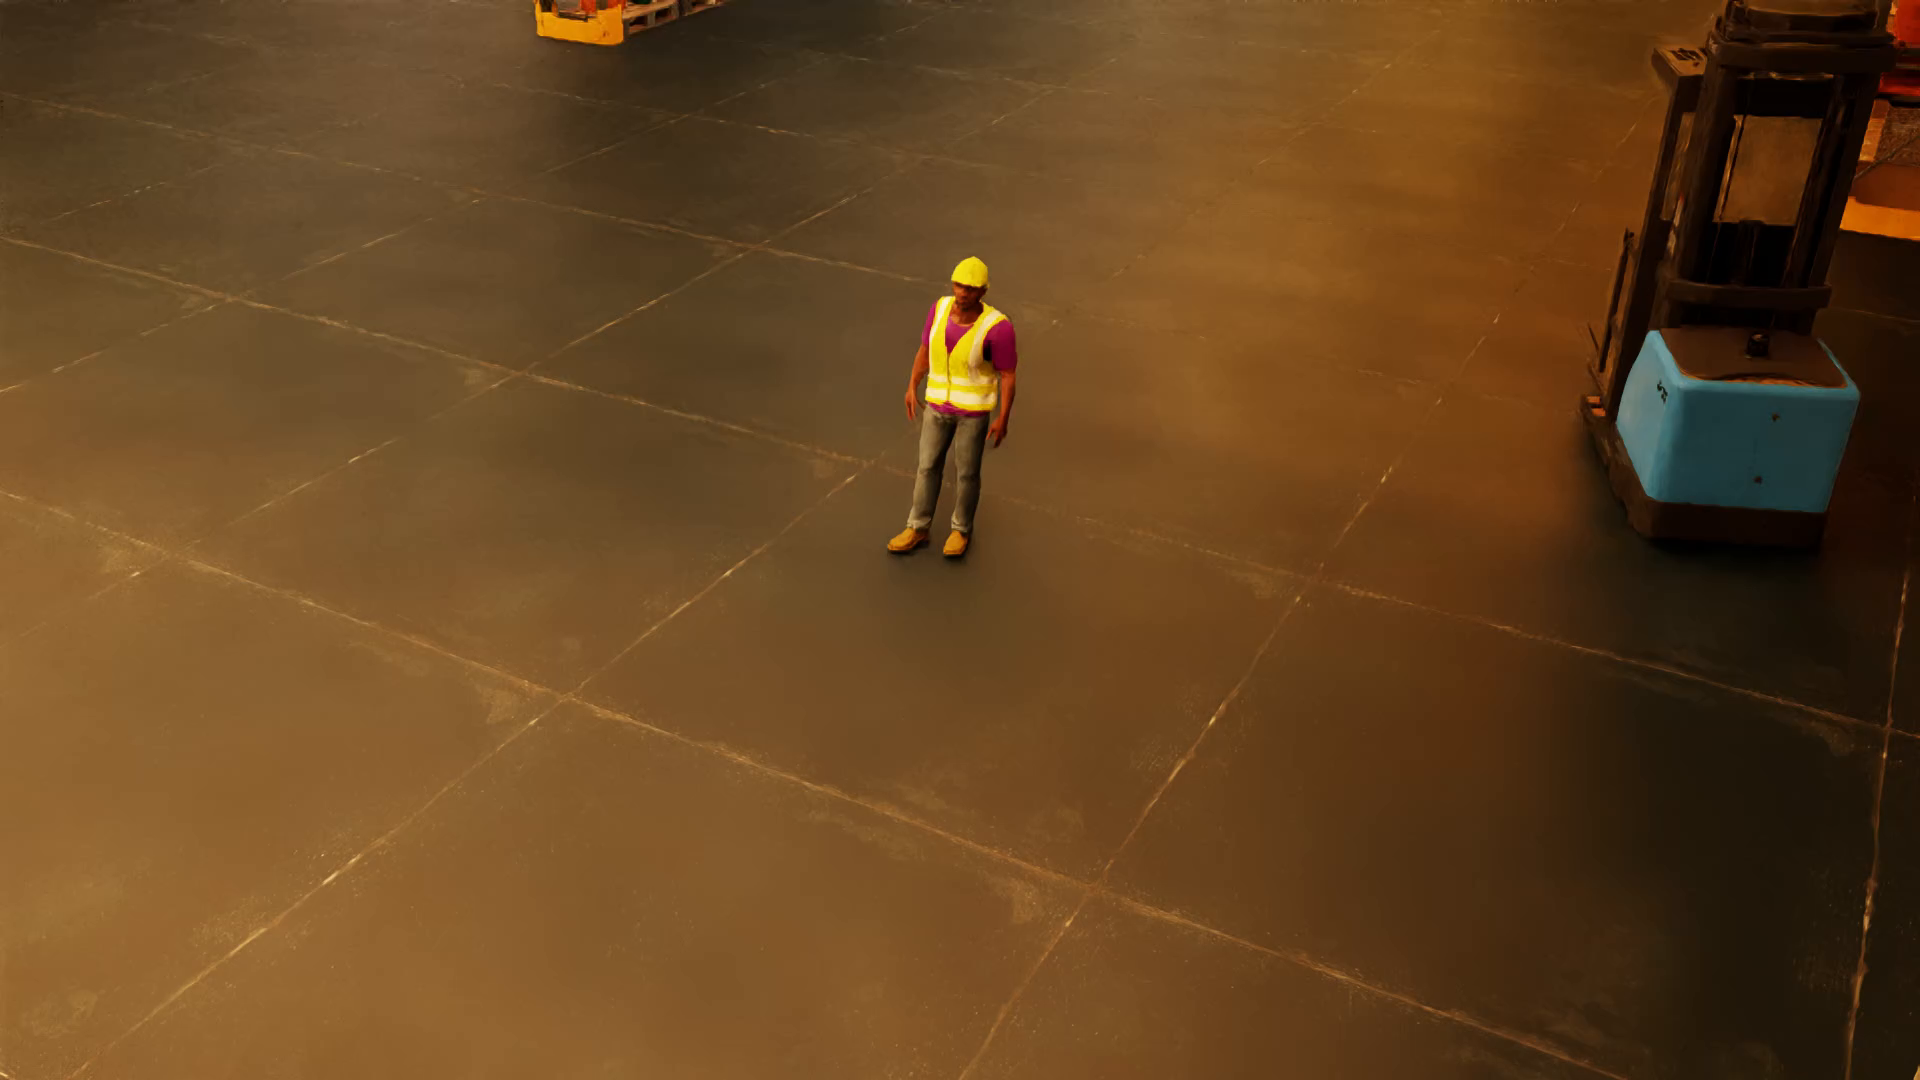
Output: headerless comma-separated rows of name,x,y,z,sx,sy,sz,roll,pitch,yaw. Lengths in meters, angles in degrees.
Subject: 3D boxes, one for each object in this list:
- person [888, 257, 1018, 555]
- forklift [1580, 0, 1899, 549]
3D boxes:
person,-0.038,-0.742,9.507,0.665,1.766,0.576,15,33,25
forklift,4.787,-1.934,10.421,1.130,2.935,3.031,4,30,8
